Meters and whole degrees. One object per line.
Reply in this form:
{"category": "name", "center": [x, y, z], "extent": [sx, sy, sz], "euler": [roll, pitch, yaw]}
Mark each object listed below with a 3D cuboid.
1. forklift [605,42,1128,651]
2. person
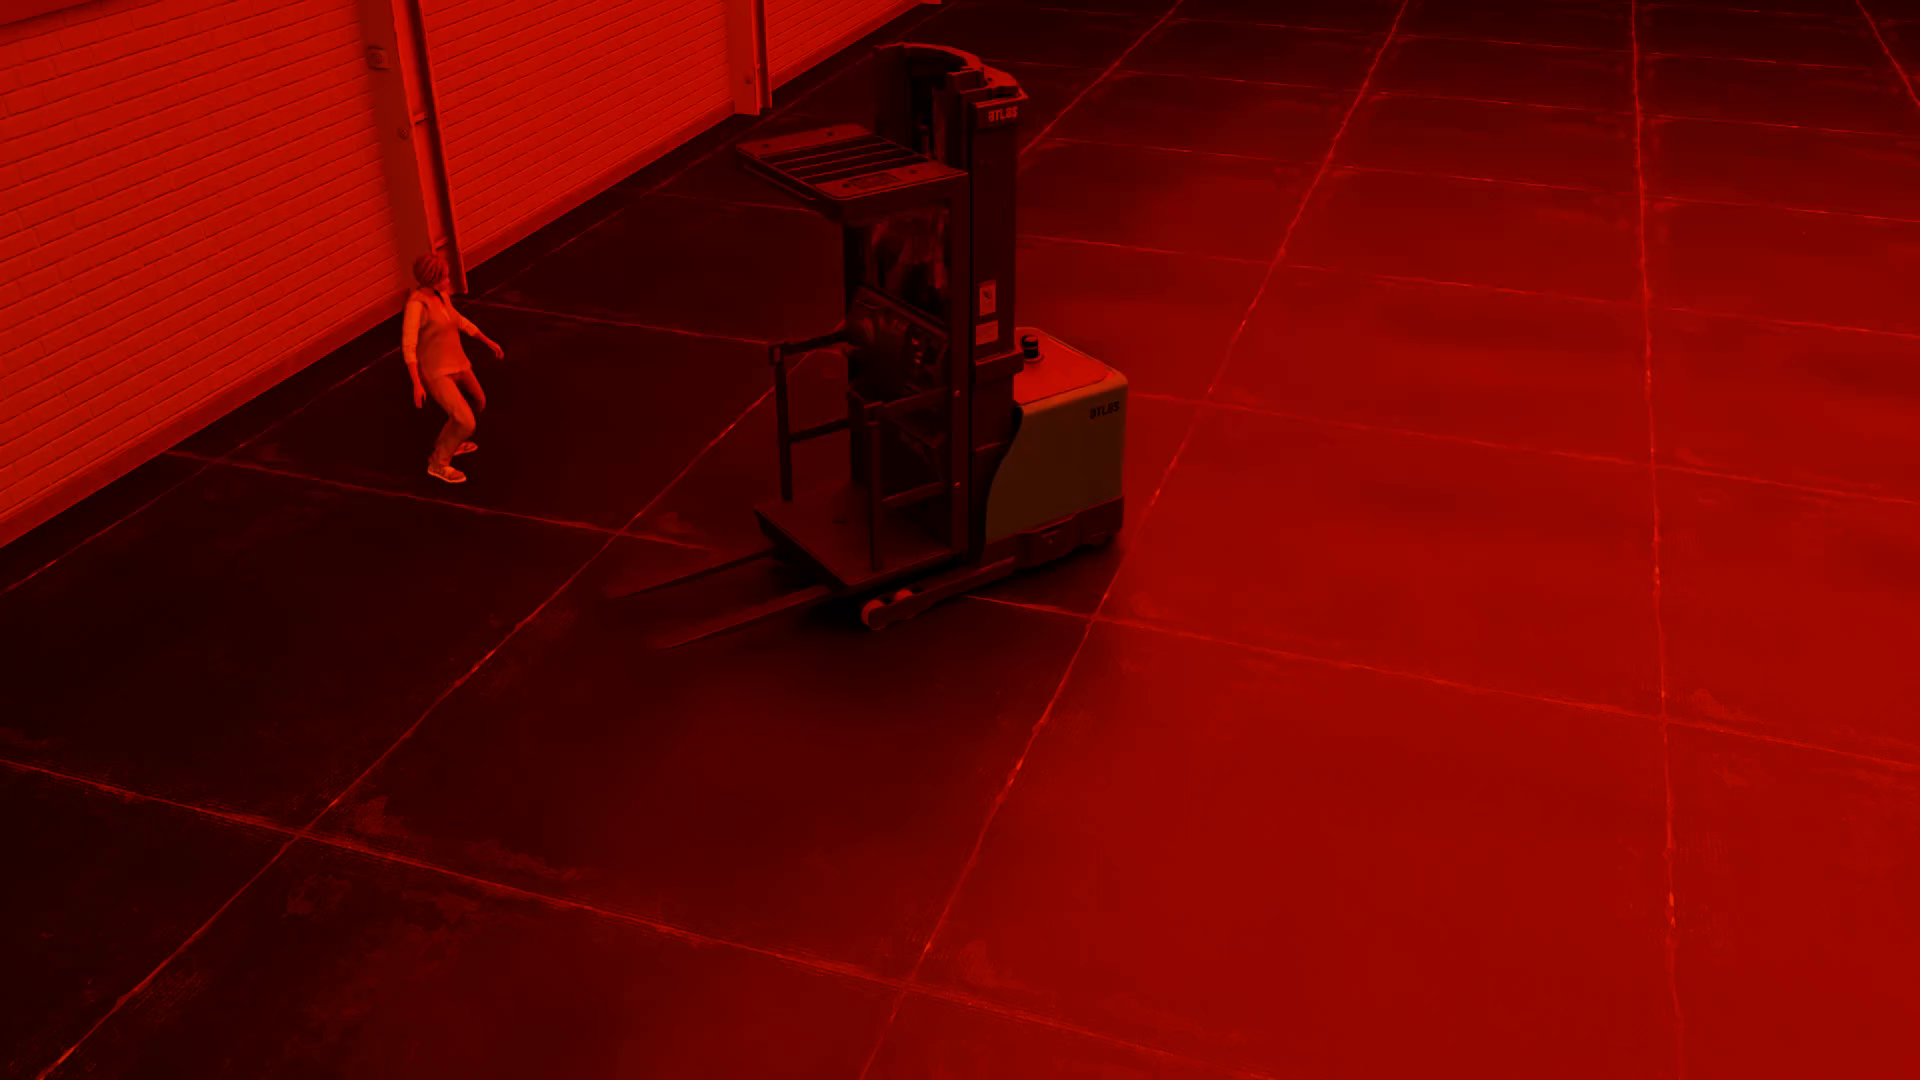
{"category": "forklift", "center": [-0.516, -1.070, 9.013], "extent": [3.031, 2.935, 1.130], "euler": [-19, 35, -30]}
{"category": "person", "center": [-3.239, -1.088, 10.531], "extent": [0.574, 1.490, 0.801], "euler": [7, 30, 13]}
